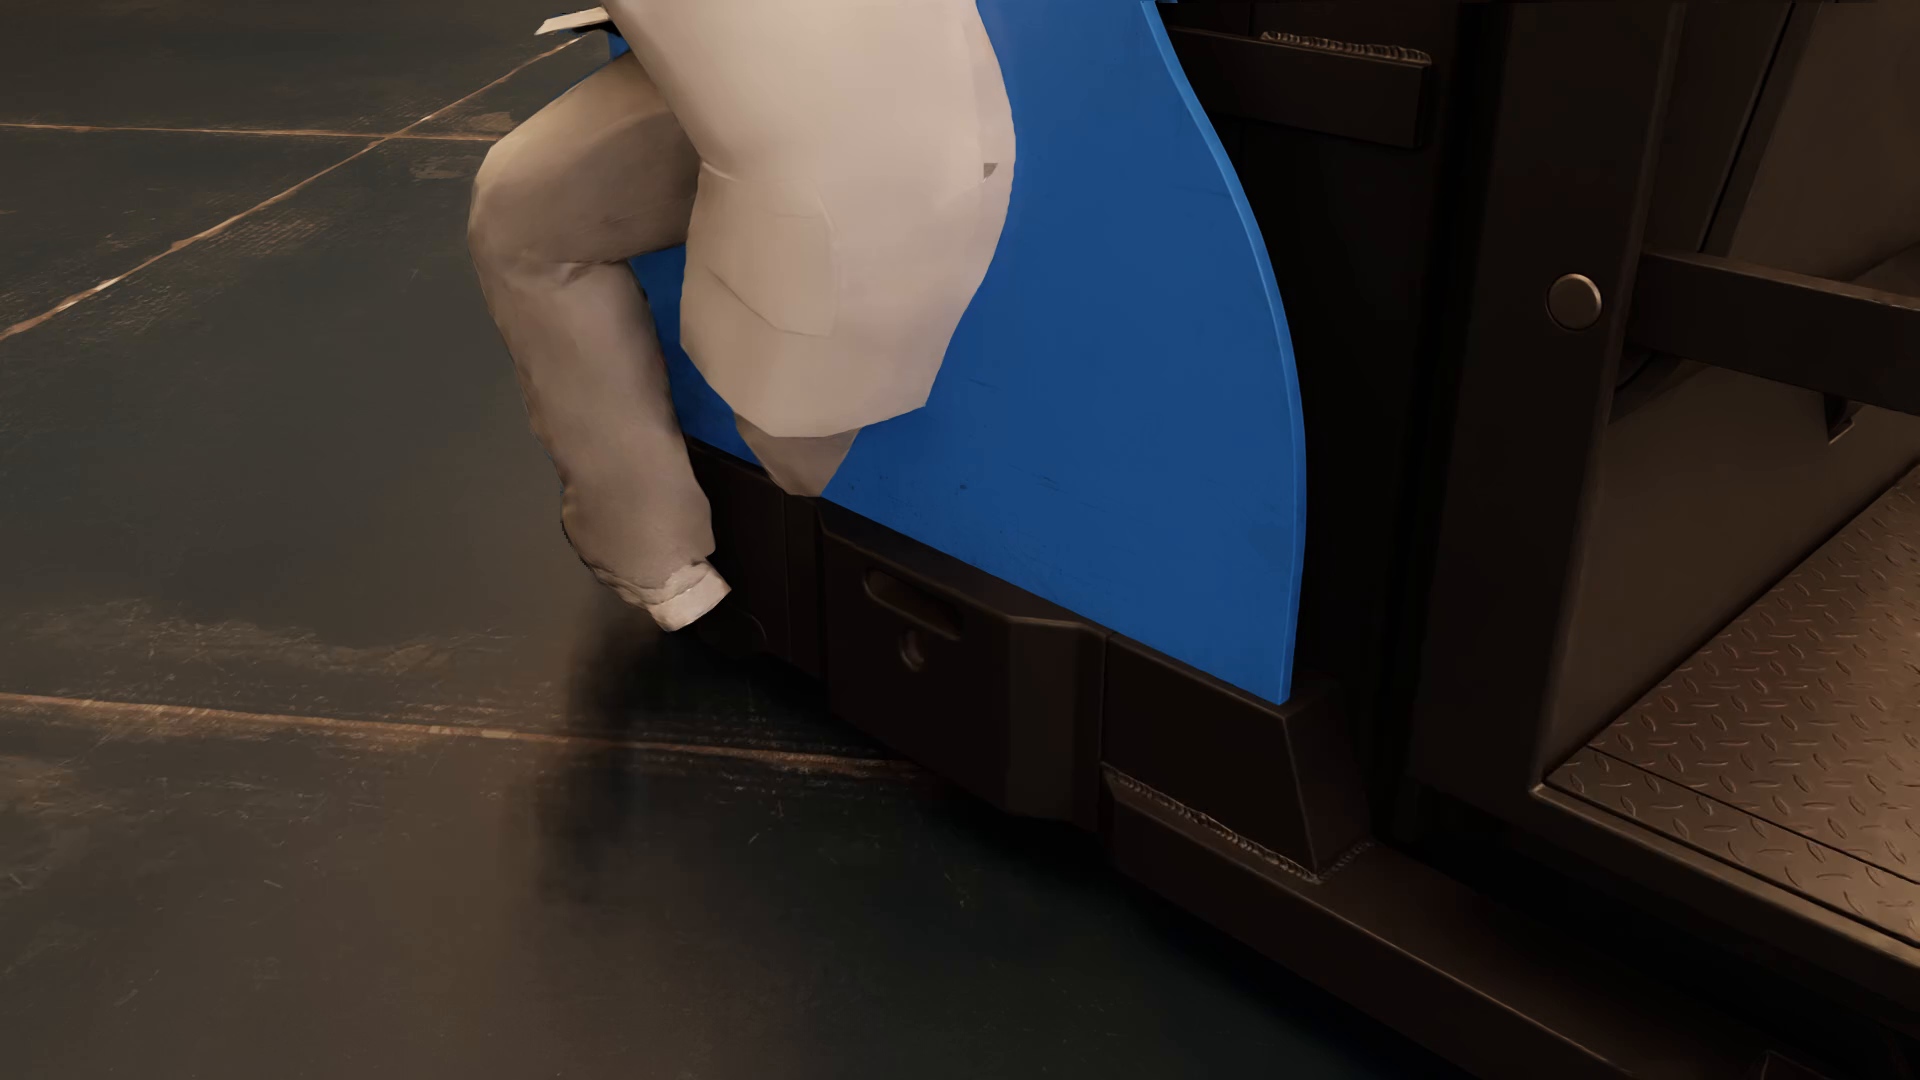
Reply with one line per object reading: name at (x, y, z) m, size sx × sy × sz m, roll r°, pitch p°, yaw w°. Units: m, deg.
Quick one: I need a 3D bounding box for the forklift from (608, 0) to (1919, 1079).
forklift at (0.970, -0.901, 1.022) m, size 3.031 × 2.935 × 1.130 m, roll 24°, pitch 35°, yaw 39°

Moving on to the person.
person at (-0.347, -0.506, 1.750) m, size 0.928 × 1.499 × 1.027 m, roll 6°, pitch 27°, yaw 13°
